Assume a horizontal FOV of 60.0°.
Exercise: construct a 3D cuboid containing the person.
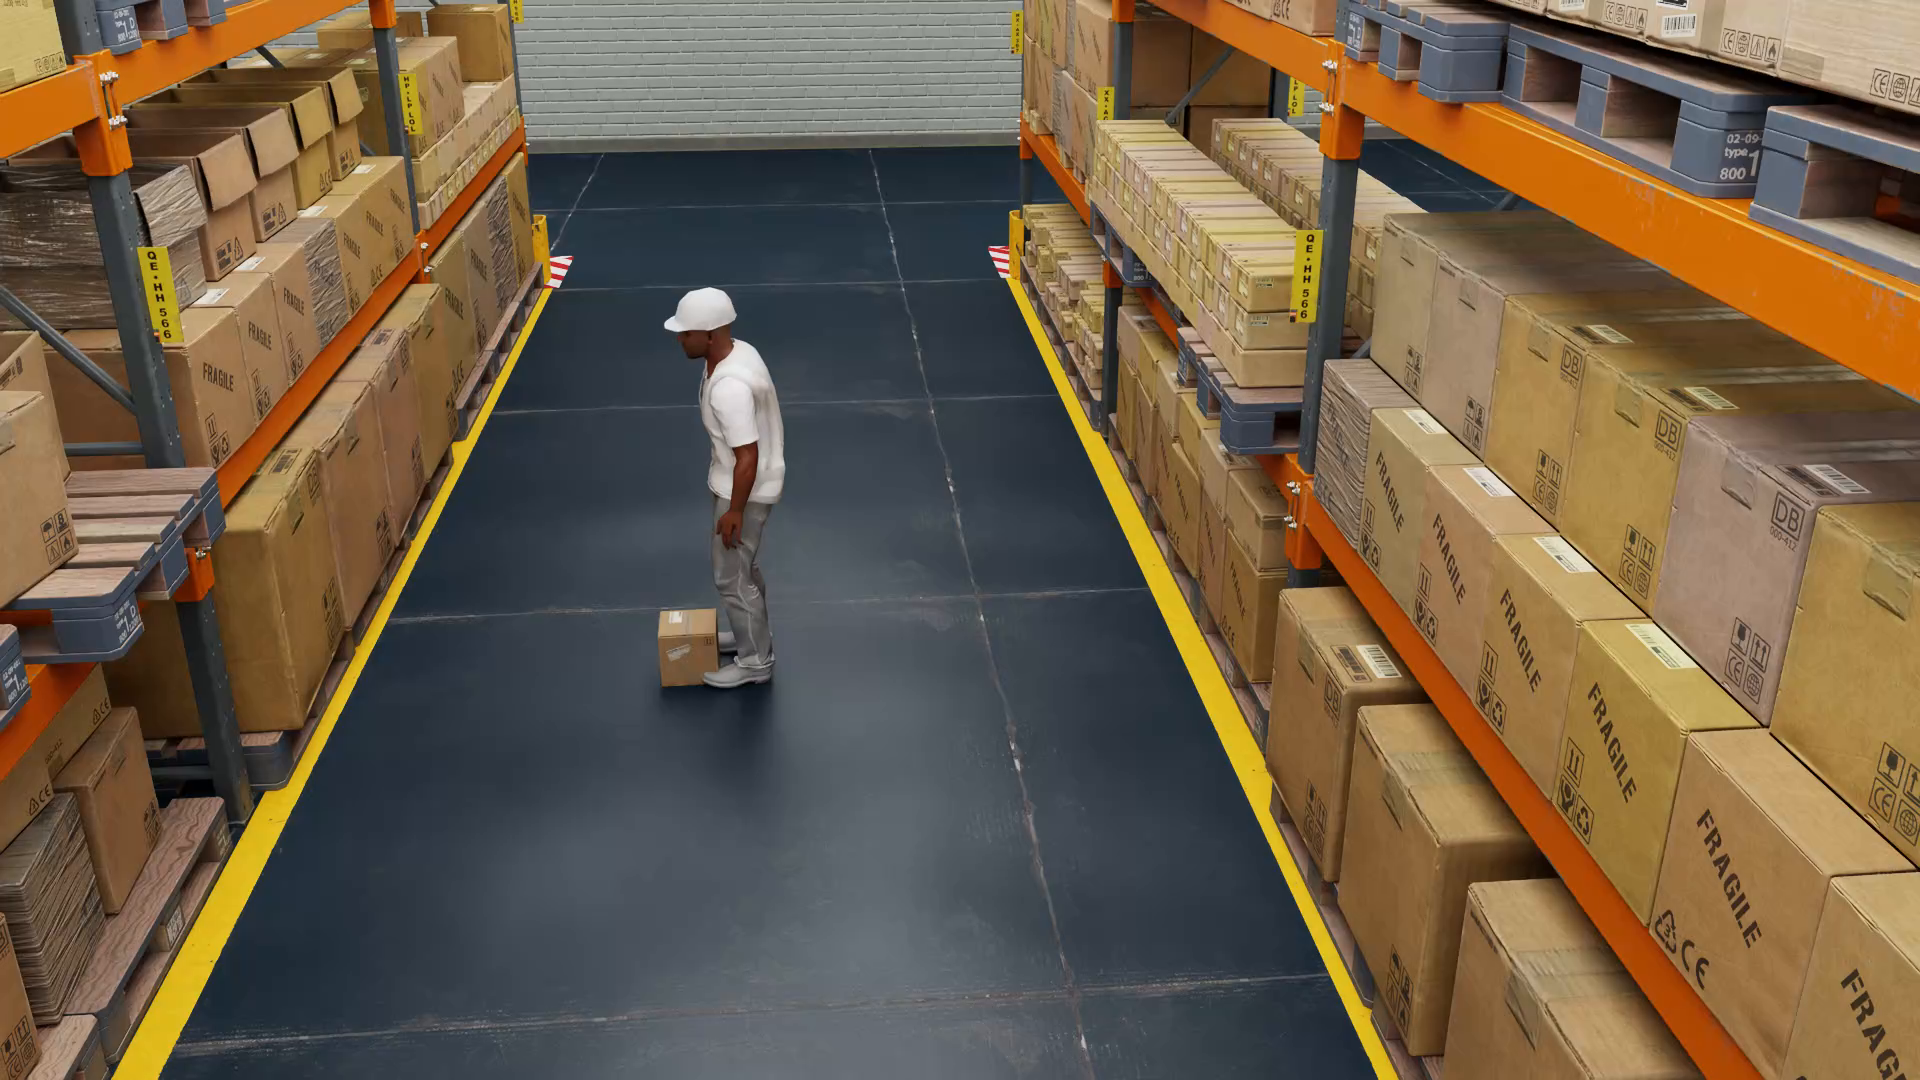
[{"bbox_3d":[-0.975,-0.224,7.091,0.462,1.759,0.633,-4,24,-8],"label":"person"}]
